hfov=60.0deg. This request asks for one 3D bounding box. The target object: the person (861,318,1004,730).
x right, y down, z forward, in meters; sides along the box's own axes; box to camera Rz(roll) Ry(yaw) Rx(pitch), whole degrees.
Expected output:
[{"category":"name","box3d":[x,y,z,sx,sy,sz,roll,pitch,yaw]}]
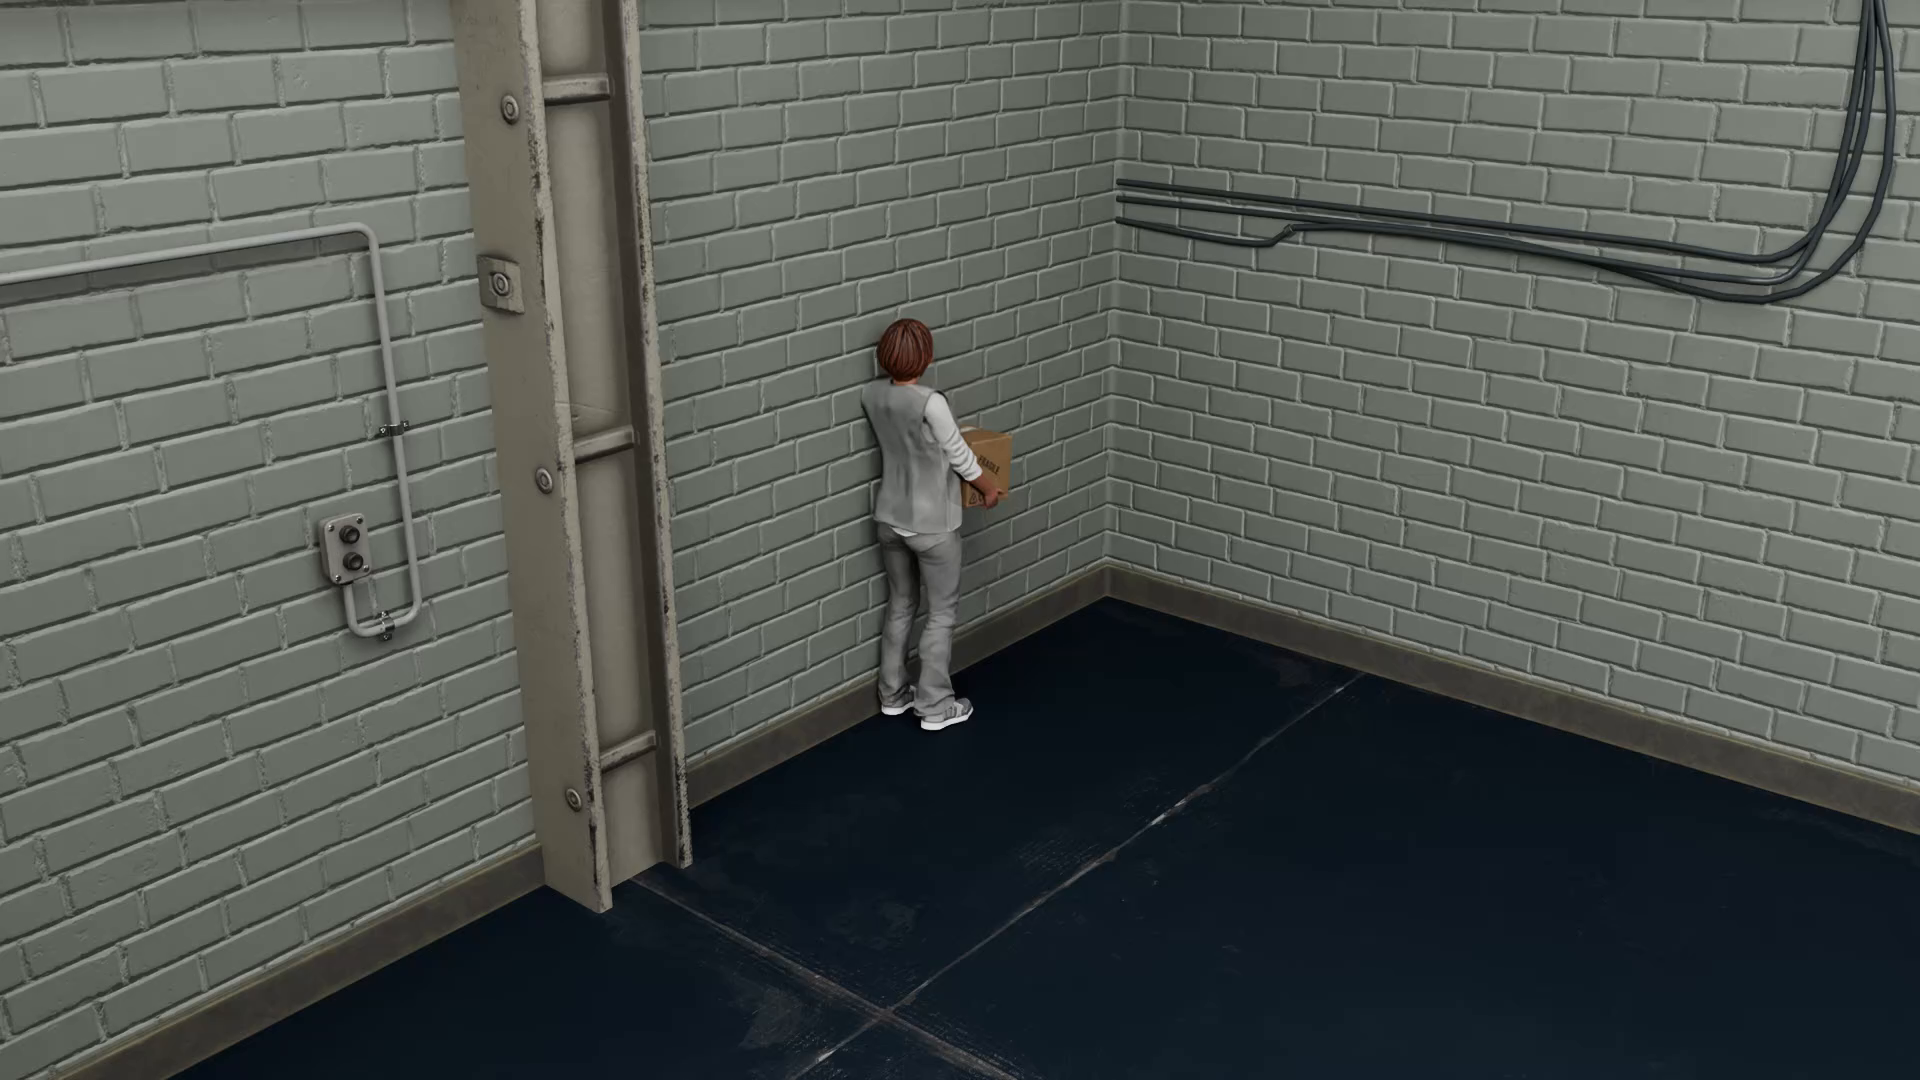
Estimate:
[{"category":"person","box3d":[-0.096,-0.079,6.311,0.404,1.593,0.494,17,26,37]}]
